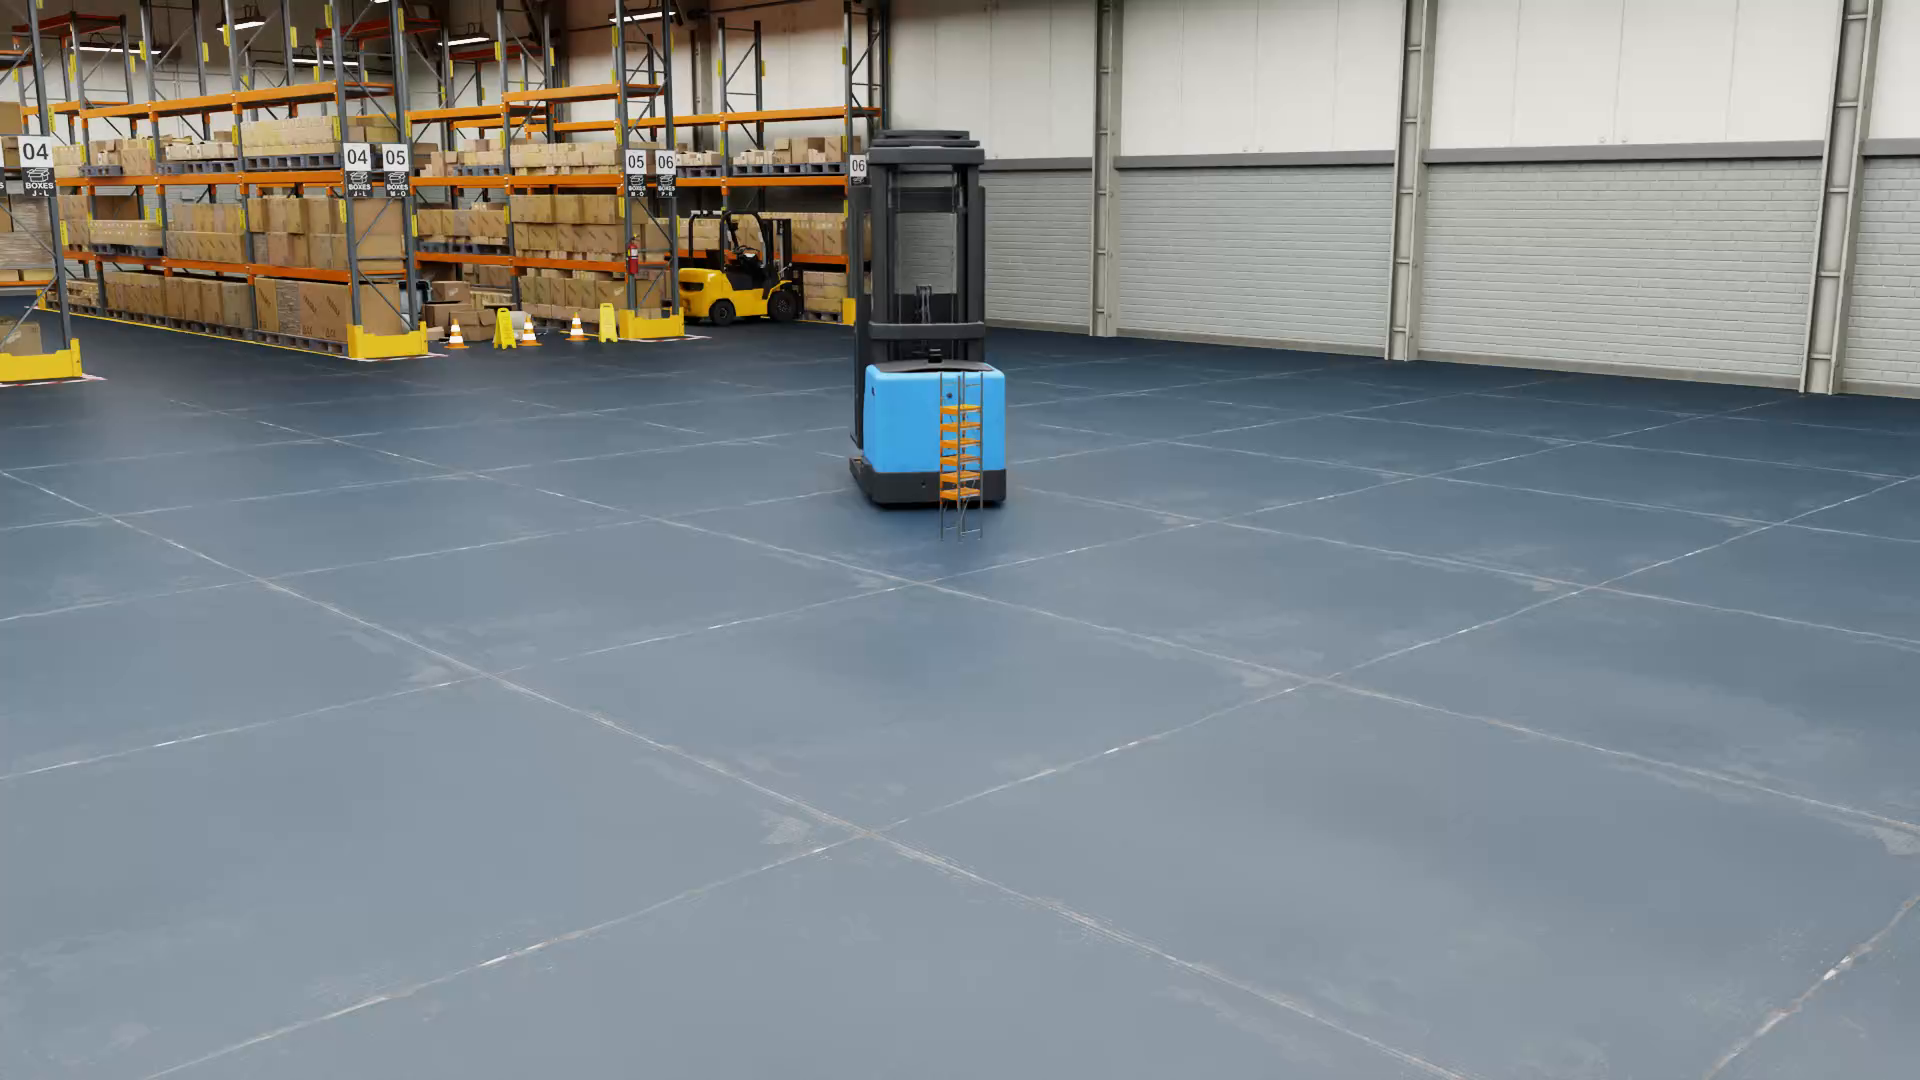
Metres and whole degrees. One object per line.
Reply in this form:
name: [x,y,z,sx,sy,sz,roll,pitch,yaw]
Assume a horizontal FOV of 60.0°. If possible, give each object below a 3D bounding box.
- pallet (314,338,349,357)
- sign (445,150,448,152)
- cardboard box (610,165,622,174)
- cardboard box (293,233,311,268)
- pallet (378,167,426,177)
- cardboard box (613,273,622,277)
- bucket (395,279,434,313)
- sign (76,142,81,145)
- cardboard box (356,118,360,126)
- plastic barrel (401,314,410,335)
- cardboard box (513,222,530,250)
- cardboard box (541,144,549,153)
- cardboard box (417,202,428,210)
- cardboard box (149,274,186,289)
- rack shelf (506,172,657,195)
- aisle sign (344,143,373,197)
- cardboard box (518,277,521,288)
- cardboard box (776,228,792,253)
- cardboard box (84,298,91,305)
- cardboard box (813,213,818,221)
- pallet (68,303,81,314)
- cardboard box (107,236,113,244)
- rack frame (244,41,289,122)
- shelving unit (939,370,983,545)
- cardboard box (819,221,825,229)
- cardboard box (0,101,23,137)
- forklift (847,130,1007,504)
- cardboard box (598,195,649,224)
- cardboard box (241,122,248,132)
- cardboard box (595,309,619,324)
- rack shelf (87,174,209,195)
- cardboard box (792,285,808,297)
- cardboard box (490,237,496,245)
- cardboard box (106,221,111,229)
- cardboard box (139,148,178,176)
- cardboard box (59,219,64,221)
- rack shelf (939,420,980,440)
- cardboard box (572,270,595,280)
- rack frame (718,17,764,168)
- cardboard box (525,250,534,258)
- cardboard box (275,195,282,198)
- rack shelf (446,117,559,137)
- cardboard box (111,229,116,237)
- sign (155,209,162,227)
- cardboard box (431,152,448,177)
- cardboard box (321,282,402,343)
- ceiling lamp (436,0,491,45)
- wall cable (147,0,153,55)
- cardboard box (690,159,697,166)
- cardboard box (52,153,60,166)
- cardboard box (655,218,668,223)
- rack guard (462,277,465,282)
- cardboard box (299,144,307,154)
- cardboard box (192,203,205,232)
pallet: [-9.481,-3.071,26.297,1.003,0.211,1.213,-11,16,-43]
sign: [-13.216,-9.885,42.858,0.100,0.325,0.005,-11,16,-43]
cardboard box: [-5.811,-6.395,28.708,0.380,0.149,0.250,-11,16,-42]
cardboard box: [-10.249,-4.701,26.923,0.875,0.550,0.500,-11,16,-43]
pallet: [-11.370,-7.667,34.725,1.213,0.211,1.003,-10,15,-40]
cardboard box: [-7.747,-5.909,38.313,0.500,0.500,0.500,-10,15,-41]
bucket: [-9.873,-4.358,29.975,0.726,0.611,0.620,-5,3,-23]
sign: [-19.506,-8.644,36.805,0.100,0.325,0.005,-11,16,-43]
cardboard box: [-9.222,-6.490,25.903,0.380,0.149,0.250,-11,16,-43]
plastic barrel: [-9.742,-3.702,28.829,0.512,0.421,0.421,-1,12,-4]
cardboard box: [-8.022,-5.711,31.215,0.500,0.500,0.500,-11,16,-43]
cardboard box: [-7.396,-7.120,30.250,0.250,0.149,0.380,11,16,43]
cardboard box: [-11.433,-6.781,34.667,0.500,0.500,0.500,11,16,44]
cardboard box: [-15.059,-4.911,31.610,0.500,0.250,0.500,11,16,44]
rack shelf: [-6.743,-6.445,30.108,1.077,0.370,4.000,-11,16,-43]
aisle sign: [-9.040,-5.553,24.987,0.394,0.787,0.004,-11,16,-43]
cardboard box: [-10.905,-6.439,41.465,0.396,0.266,0.258,-10,15,-41]
cardboard box: [-3.365,-6.036,33.528,0.500,0.500,0.500,-11,16,-42]
cardboard box: [-18.025,-4.981,34.679,0.250,0.149,0.380,11,16,43]
cardboard box: [-2.685,-6.376,32.835,0.380,0.149,0.250,-11,16,-42]
pallet: [-18.495,-4.988,35.600,1.003,0.211,1.213,-11,16,-43]
cardboard box: [-16.506,-5.893,32.665,0.250,0.149,0.380,11,16,43]
rack frame: [-16.411,-10.309,39.650,1.000,3.000,0.127,-11,16,-43]
shelving unit: [0.010,-0.586,11.780,0.258,1.200,0.189,-11,16,-43]
cardboard box: [-2.549,-6.186,32.648,0.380,0.149,0.250,-11,16,-42]
cardboard box: [-13.359,-5.818,23.060,0.500,0.500,0.500,-11,16,-43]
forklift: [-0.370,-1.966,14.191,1.130,2.935,3.031,-2,12,-9]
cardboard box: [-5.873,-5.765,28.995,0.500,0.500,0.700,11,16,44]
cardboard box: [-11.629,-6.806,27.438,0.380,0.149,0.250,-11,16,-42]
cardboard box: [-6.131,-3.979,29.564,0.500,0.250,0.500,-11,16,-43]
rack shelf: [-15.778,-6.908,32.356,1.077,0.370,4.000,-11,16,-43]
cardboard box: [-3.047,-5.007,33.314,0.500,0.250,0.500,-11,16,-44]
cardboard box: [-8.849,-5.780,32.115,0.250,0.149,0.380,11,16,43]
cardboard box: [-16.500,-6.184,32.599,0.380,0.149,0.250,-11,16,-43]
cardboard box: [-14.975,-7.065,31.089,0.500,0.500,0.500,-11,16,-43]
cardboard box: [-18.738,-6.536,35.217,0.500,0.500,0.500,11,16,44]
rack shelf: [0.010,-0.777,11.741,0.258,0.103,0.180,-11,16,-43]
cardboard box: [-6.758,-4.781,29.989,0.380,0.149,0.250,-10,15,-40]
rack frame: [-4.537,-9.250,34.510,1.000,3.000,0.127,-11,16,-43]
cardboard box: [-7.927,-5.376,31.197,0.380,0.149,0.250,-10,15,-41]
cardboard box: [-15.842,-8.019,39.067,0.250,0.149,0.380,11,16,43]
rack shelf: [-11.443,-10.356,41.666,1.077,0.370,4.000,-11,16,-43]
cardboard box: [-16.310,-5.999,32.439,0.380,0.149,0.250,-11,16,-43]
sign: [-14.783,-5.950,30.686,0.100,0.325,0.005,-11,16,-43]
cardboard box: [-10.239,-7.582,33.598,0.700,0.500,0.500,-11,16,-43]
cardboard box: [-9.388,-3.586,26.110,0.875,0.875,0.875,-11,16,-42]
ceiling lamp: [-11.072,-12.848,37.507,0.800,3.185,2.000,-11,16,-43]
wall cable: [-21.661,-13.823,41.835,2.355,3.000,0.029,-11,16,-43]
cardboard box: [-5.516,-8.031,35.359,0.380,0.149,0.250,-11,16,-43]
cardboard box: [-18.754,-7.982,34.919,0.500,0.250,0.500,11,16,43]
cardboard box: [-6.526,-7.033,36.761,0.380,0.149,0.250,-11,16,-42]
rack guard: [-12.771,-6.828,43.814,1.175,0.500,0.348,-11,16,-43]
cardboard box: [-10.050,-6.082,25.900,0.380,0.149,0.250,-11,16,-43]
cardboard box: [-13.388,-5.823,30.014,0.700,0.500,0.500,-11,16,-43]
